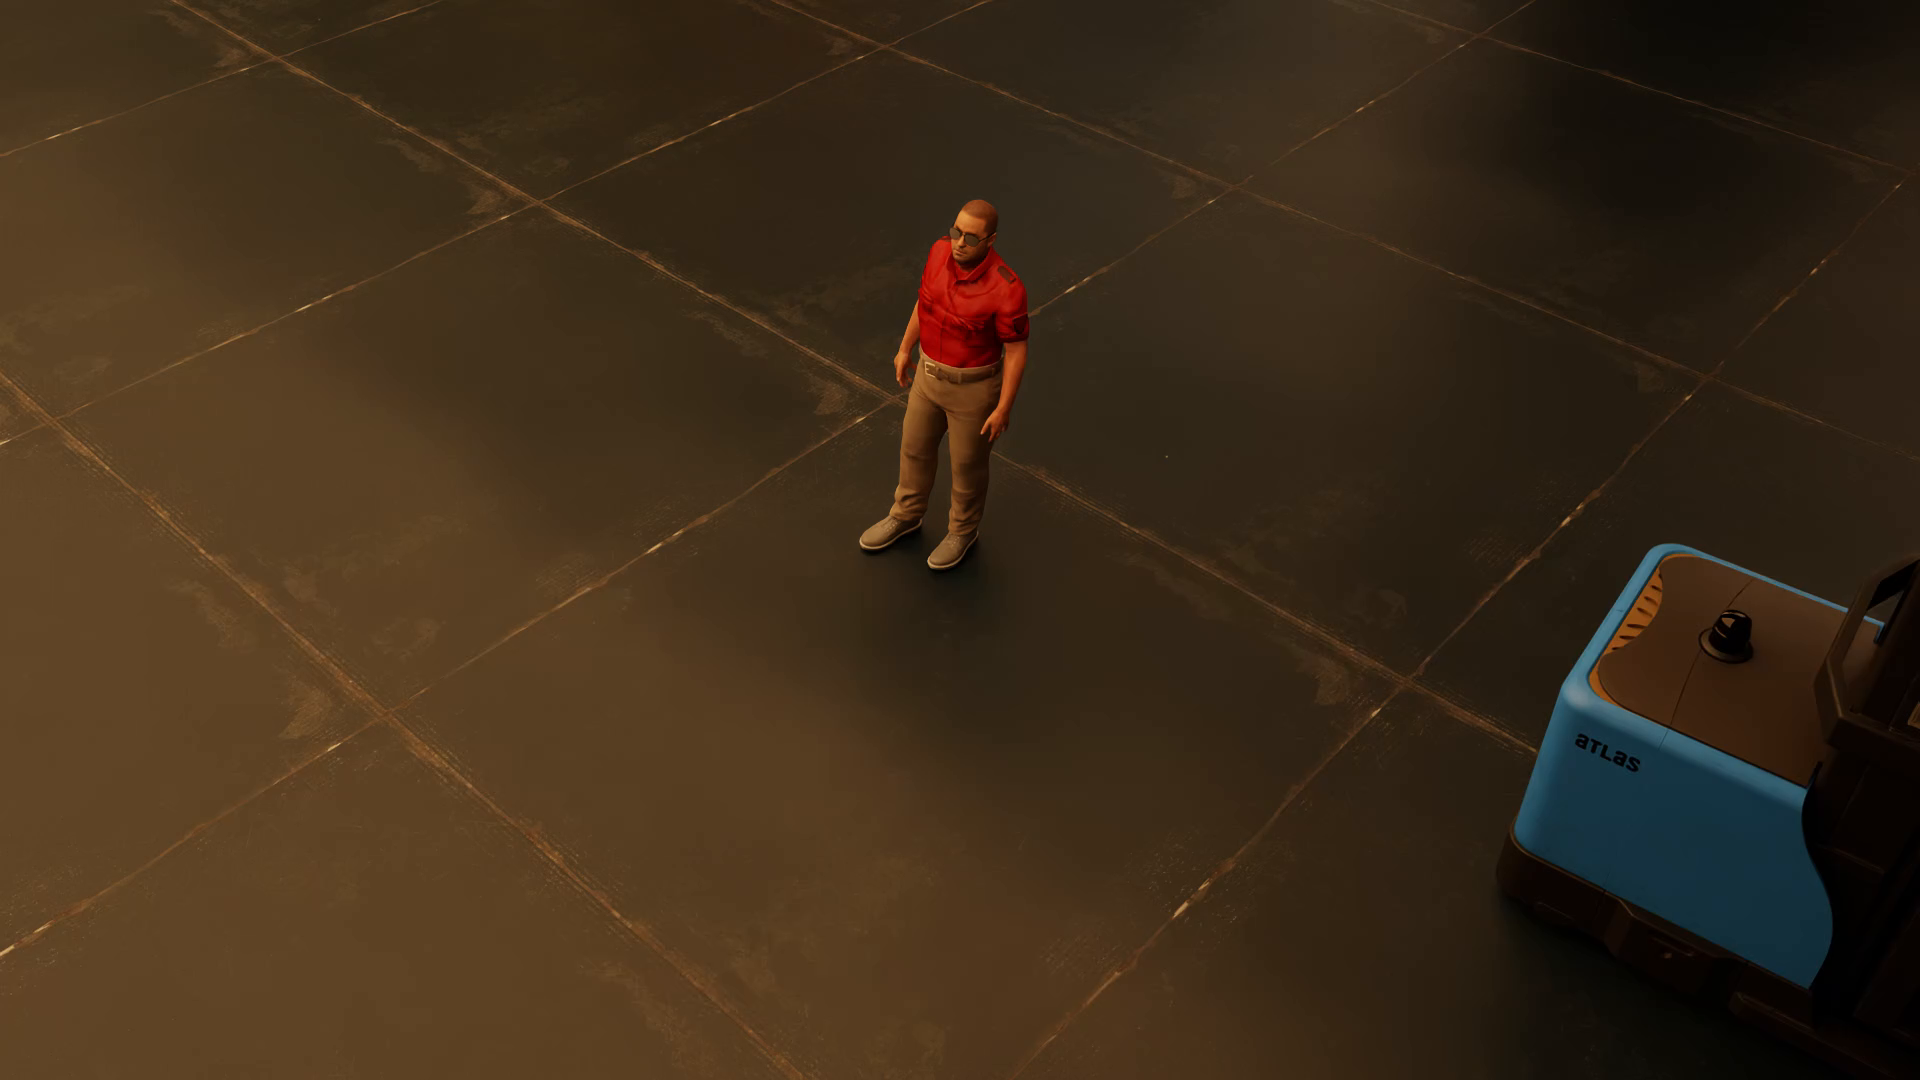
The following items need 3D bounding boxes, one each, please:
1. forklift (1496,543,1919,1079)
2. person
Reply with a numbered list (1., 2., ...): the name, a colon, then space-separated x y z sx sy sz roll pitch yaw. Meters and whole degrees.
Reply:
1. forklift: 3.461 0.513 4.830 3.031 2.935 1.130 26 47 27
2. person: -0.069 -0.624 7.066 0.641 1.728 0.550 31 49 31
